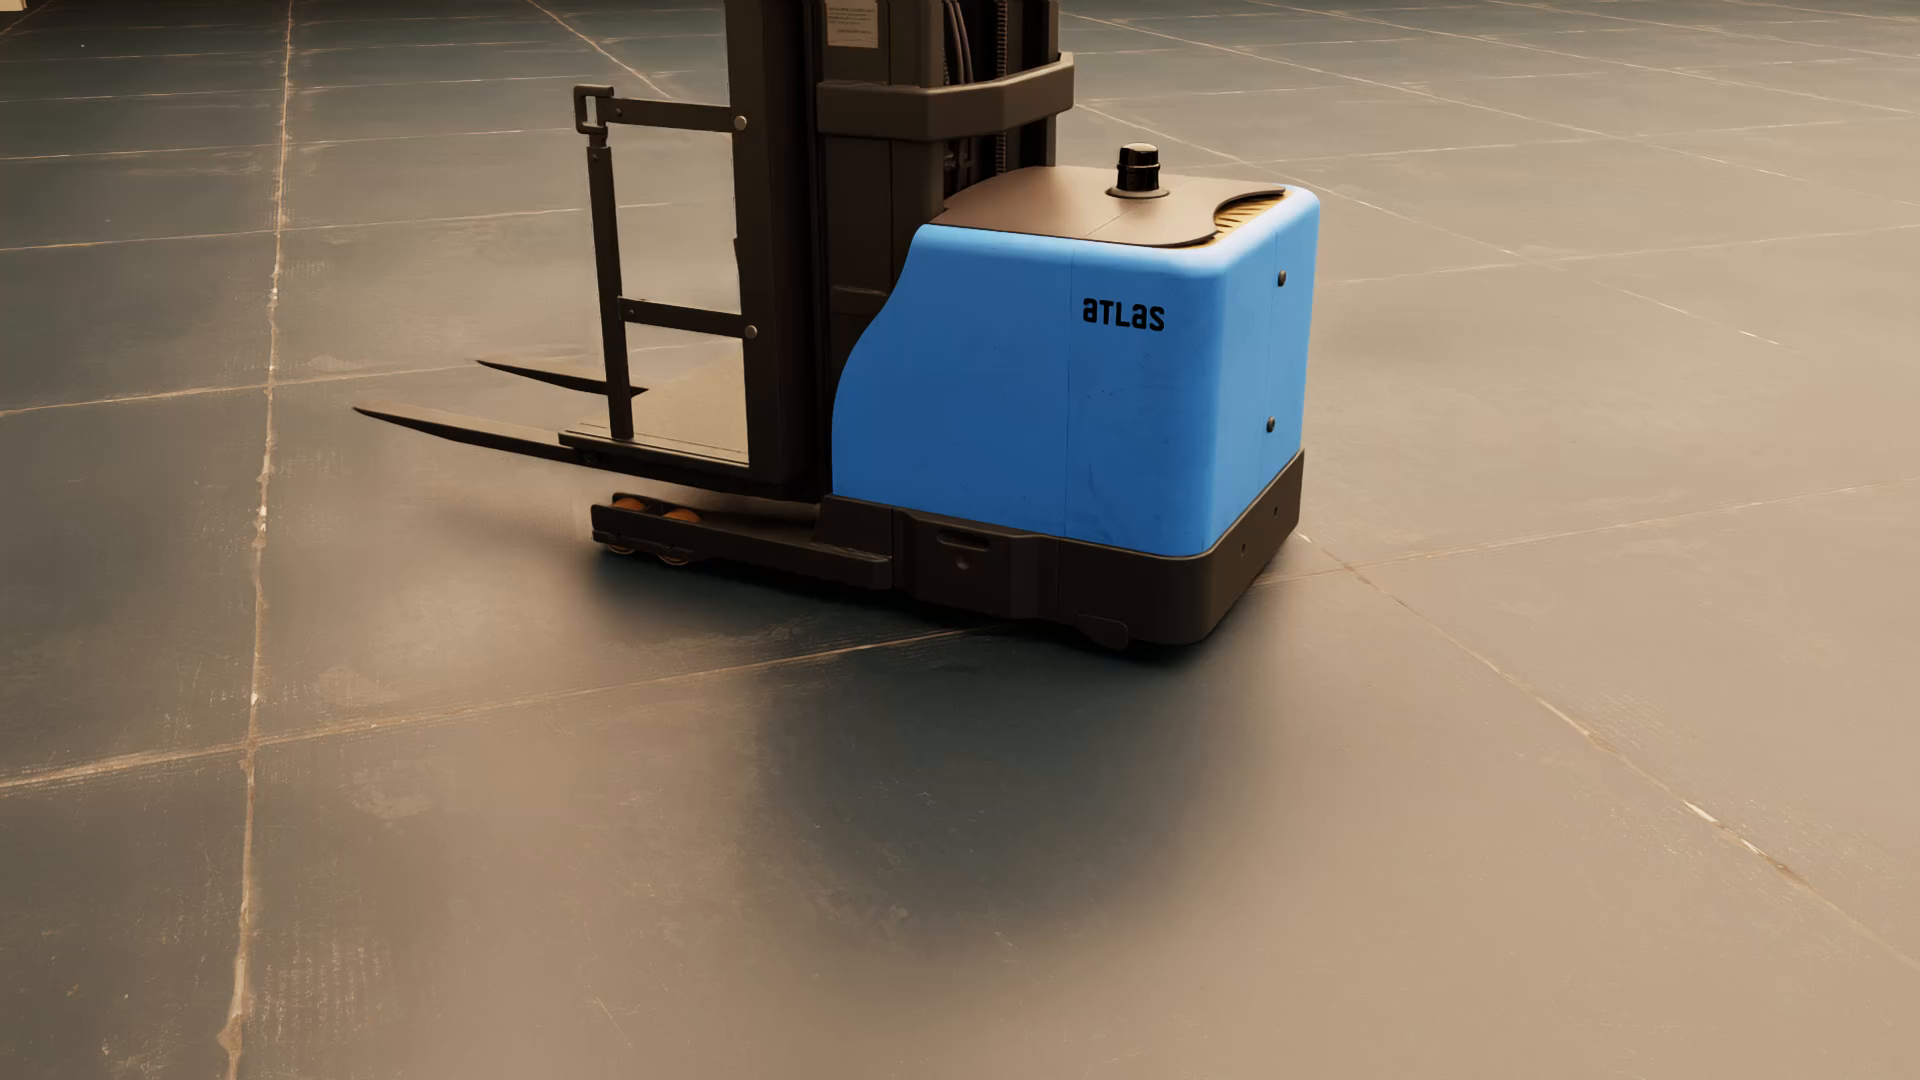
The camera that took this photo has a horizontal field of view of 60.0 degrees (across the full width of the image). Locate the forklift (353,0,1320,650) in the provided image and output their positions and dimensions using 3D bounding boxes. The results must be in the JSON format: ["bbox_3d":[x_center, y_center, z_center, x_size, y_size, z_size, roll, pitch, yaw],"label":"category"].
[{"bbox_3d":[-0.529,-1.444,4.733,3.031,2.935,1.130,11,25,24],"label":"forklift"}]
